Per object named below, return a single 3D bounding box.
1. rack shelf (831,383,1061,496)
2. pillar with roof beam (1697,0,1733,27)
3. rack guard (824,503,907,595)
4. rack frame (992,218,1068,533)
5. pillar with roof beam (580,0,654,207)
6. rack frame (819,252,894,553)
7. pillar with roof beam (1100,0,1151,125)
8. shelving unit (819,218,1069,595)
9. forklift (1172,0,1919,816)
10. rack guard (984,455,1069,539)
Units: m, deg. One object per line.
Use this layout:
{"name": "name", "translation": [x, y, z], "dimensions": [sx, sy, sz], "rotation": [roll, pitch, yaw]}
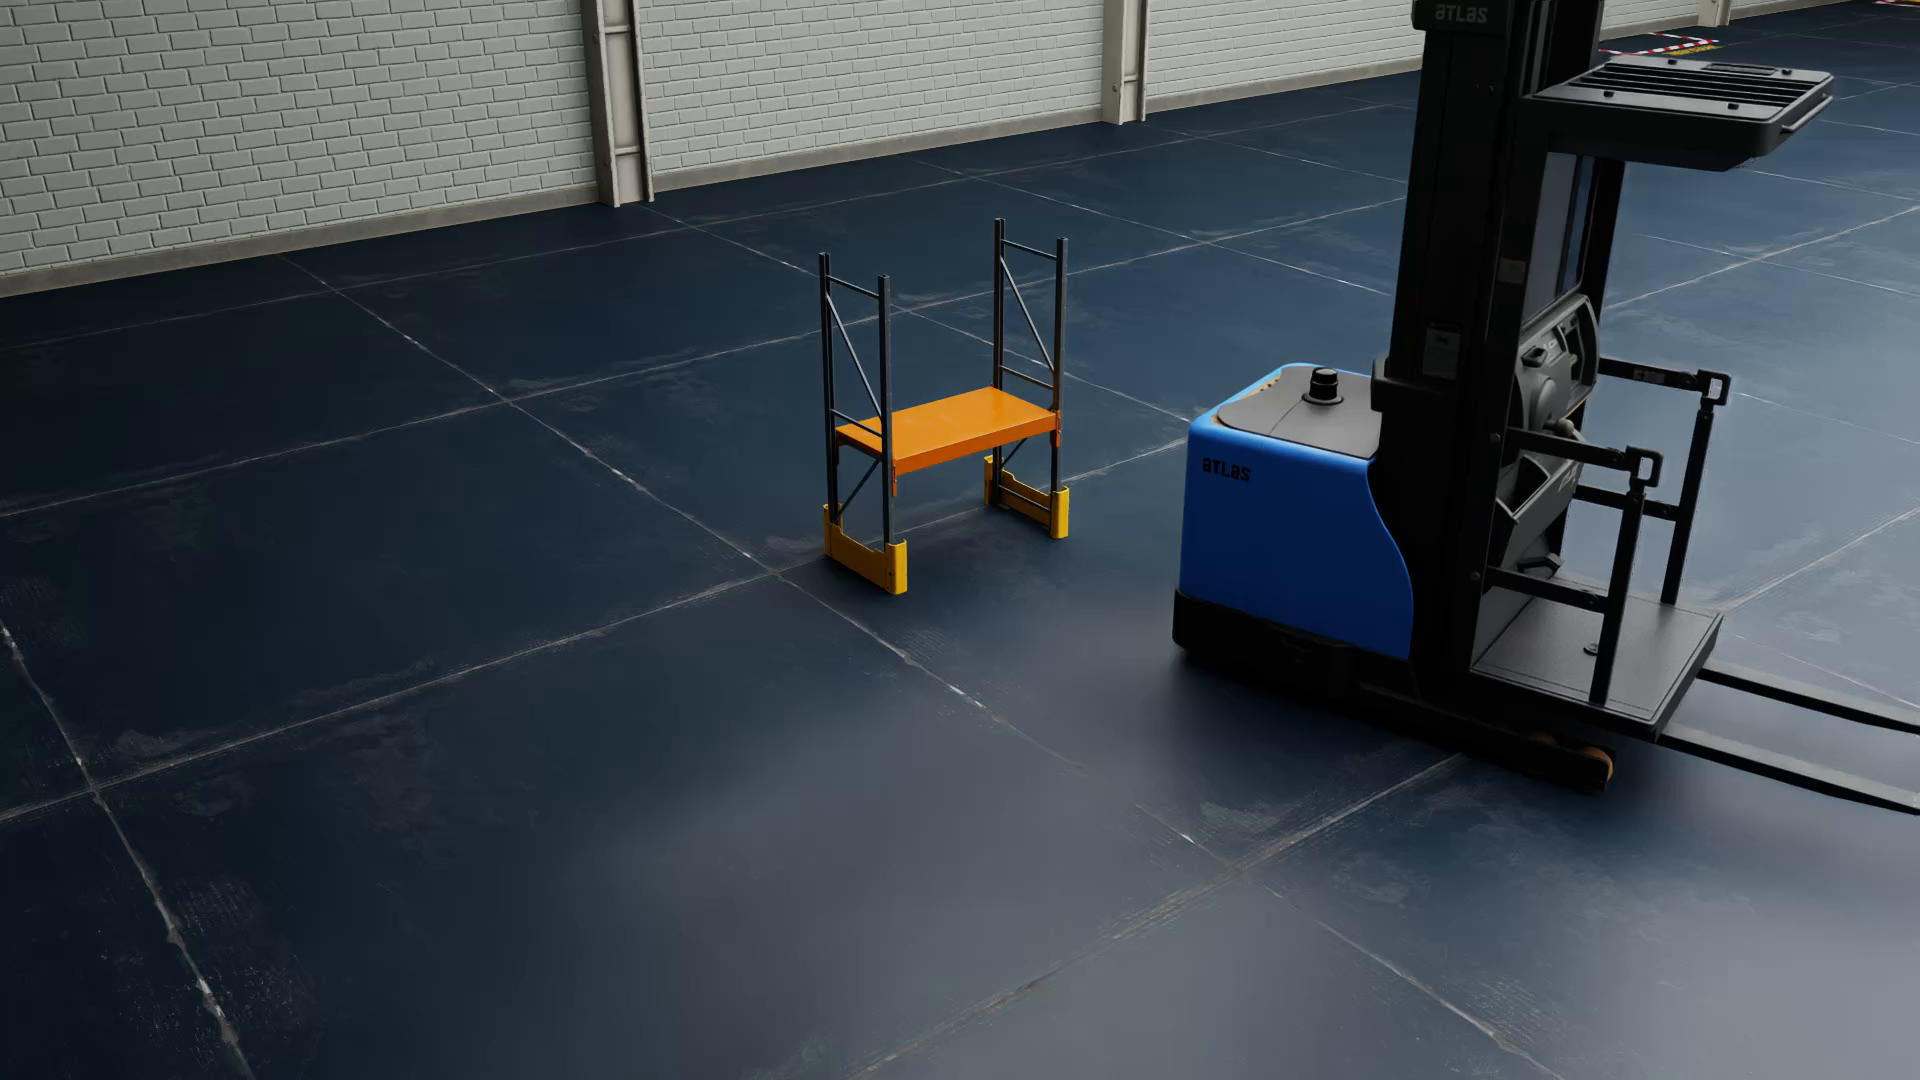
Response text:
{"name": "rack shelf", "translation": [-0.067, -0.495, 7.962], "dimensions": [1.000, 0.185, 0.538], "rotation": [-18, 31, -34]}
{"name": "pillar with roof beam", "translation": [13.867, -10.335, 19.829], "dimensions": [0.400, 9.000, 9.100], "rotation": [-18, 31, -34]}
{"name": "rack guard", "translation": [-0.452, 0.036, 7.876], "dimensions": [0.087, 0.250, 0.587], "rotation": [-18, 31, -34]}
{"name": "rack frame", "translation": [0.333, -0.790, 8.171], "dimensions": [0.032, 1.500, 0.500], "rotation": [-18, 31, -34]}
{"name": "pillar with roof beam", "translation": [-0.298, -5.659, 9.754], "dimensions": [0.400, 9.000, 9.100], "rotation": [-18, 31, -34]}
{"name": "rack frame", "translation": [-0.467, -0.526, 7.602], "dimensions": [0.032, 1.500, 0.500], "rotation": [-18, 31, -34]}
{"name": "pillar with roof beam", "translation": [4.424, -7.218, 13.113], "dimensions": [0.400, 9.000, 9.100], "rotation": [-18, 31, -34]}
{"name": "shelving unit", "translation": [-0.060, -0.661, 7.892], "dimensions": [1.083, 1.500, 0.587], "rotation": [-18, 31, -34]}
{"name": "forklift", "translation": [2.412, -0.641, 6.150], "dimensions": [3.031, 2.935, 1.130], "rotation": [17, 30, 32]}
{"name": "rack guard", "translation": [0.332, -0.223, 8.433], "dimensions": [0.087, 0.250, 0.587], "rotation": [-18, 31, -34]}
